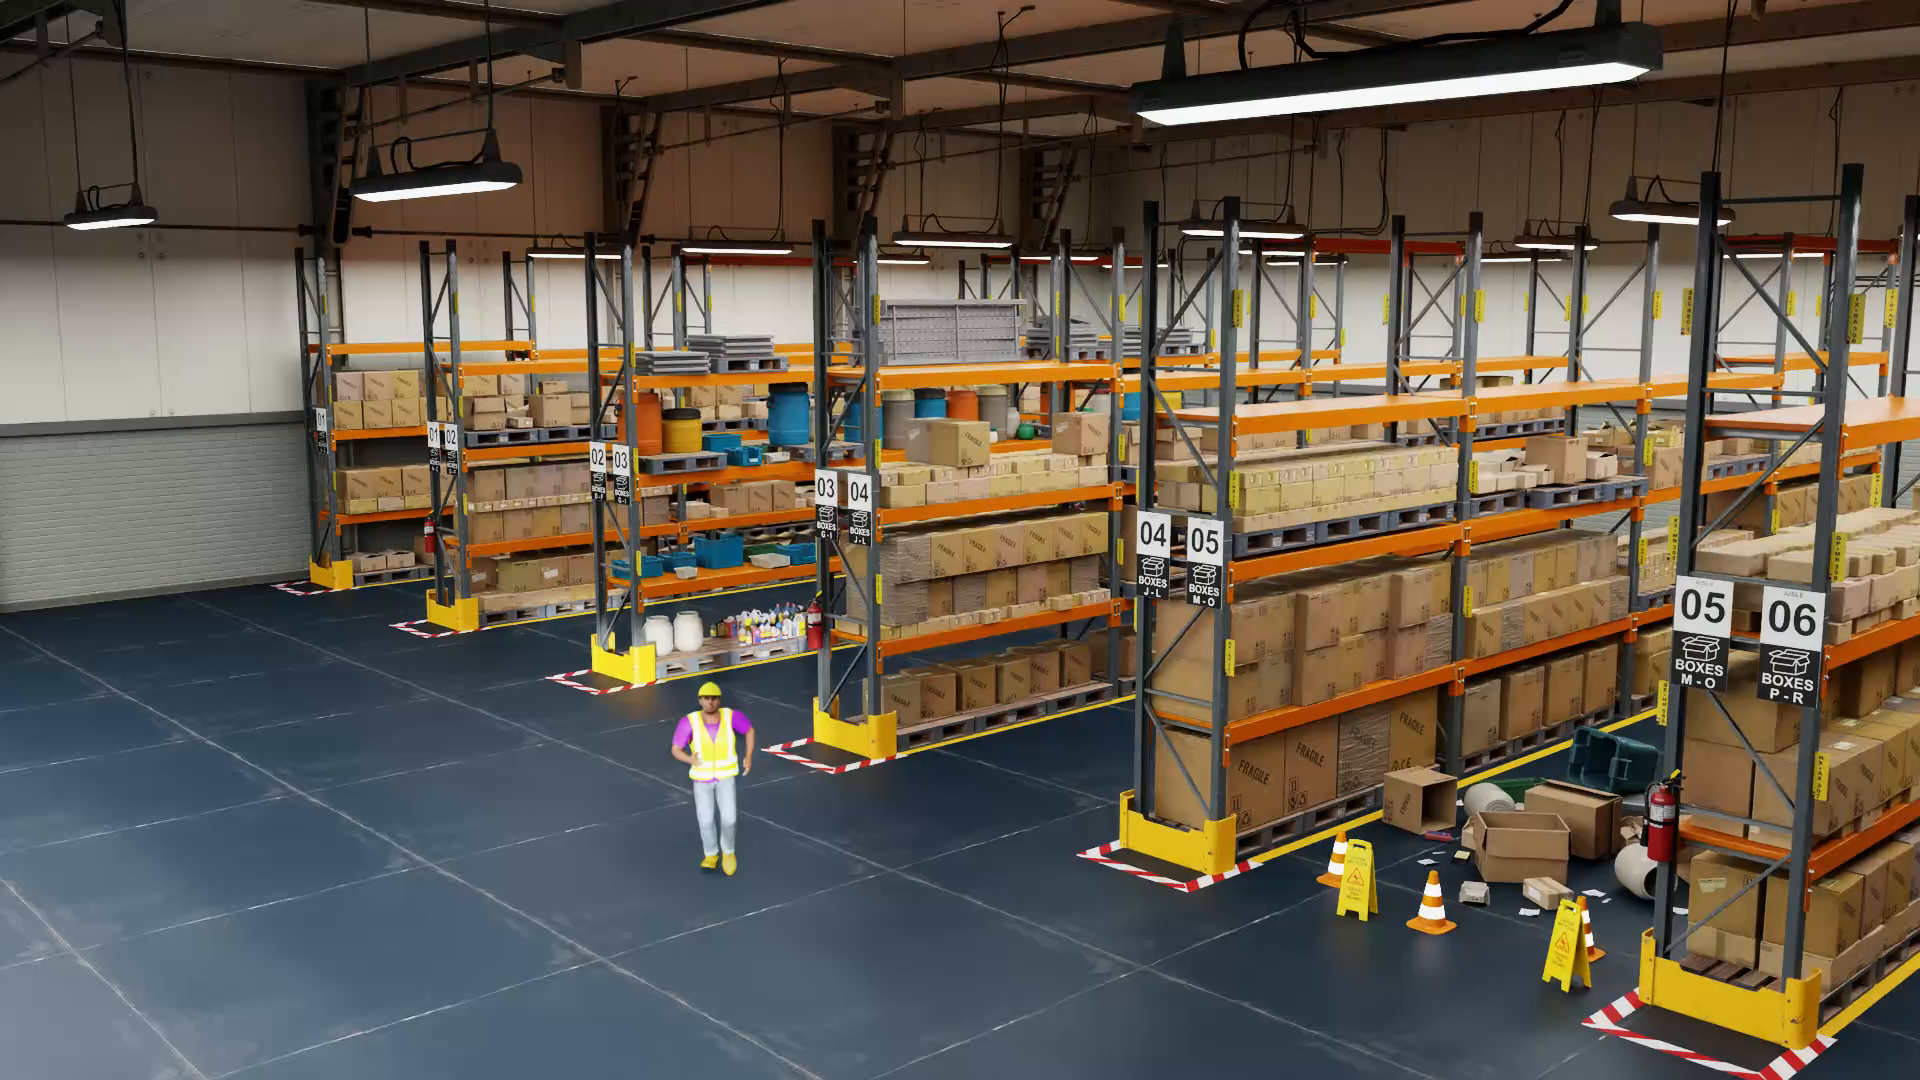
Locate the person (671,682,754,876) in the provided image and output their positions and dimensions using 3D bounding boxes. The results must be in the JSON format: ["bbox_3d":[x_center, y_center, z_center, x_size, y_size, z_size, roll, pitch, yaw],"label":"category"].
[{"bbox_3d":[-2.196,2.134,14.814,0.741,1.772,0.665,-1,8,-9],"label":"person"}]

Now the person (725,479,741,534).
[{"bbox_3d":[-4.479,-0.432,32.535,0.563,1.663,0.572,7,11,39],"label":"person"}]
